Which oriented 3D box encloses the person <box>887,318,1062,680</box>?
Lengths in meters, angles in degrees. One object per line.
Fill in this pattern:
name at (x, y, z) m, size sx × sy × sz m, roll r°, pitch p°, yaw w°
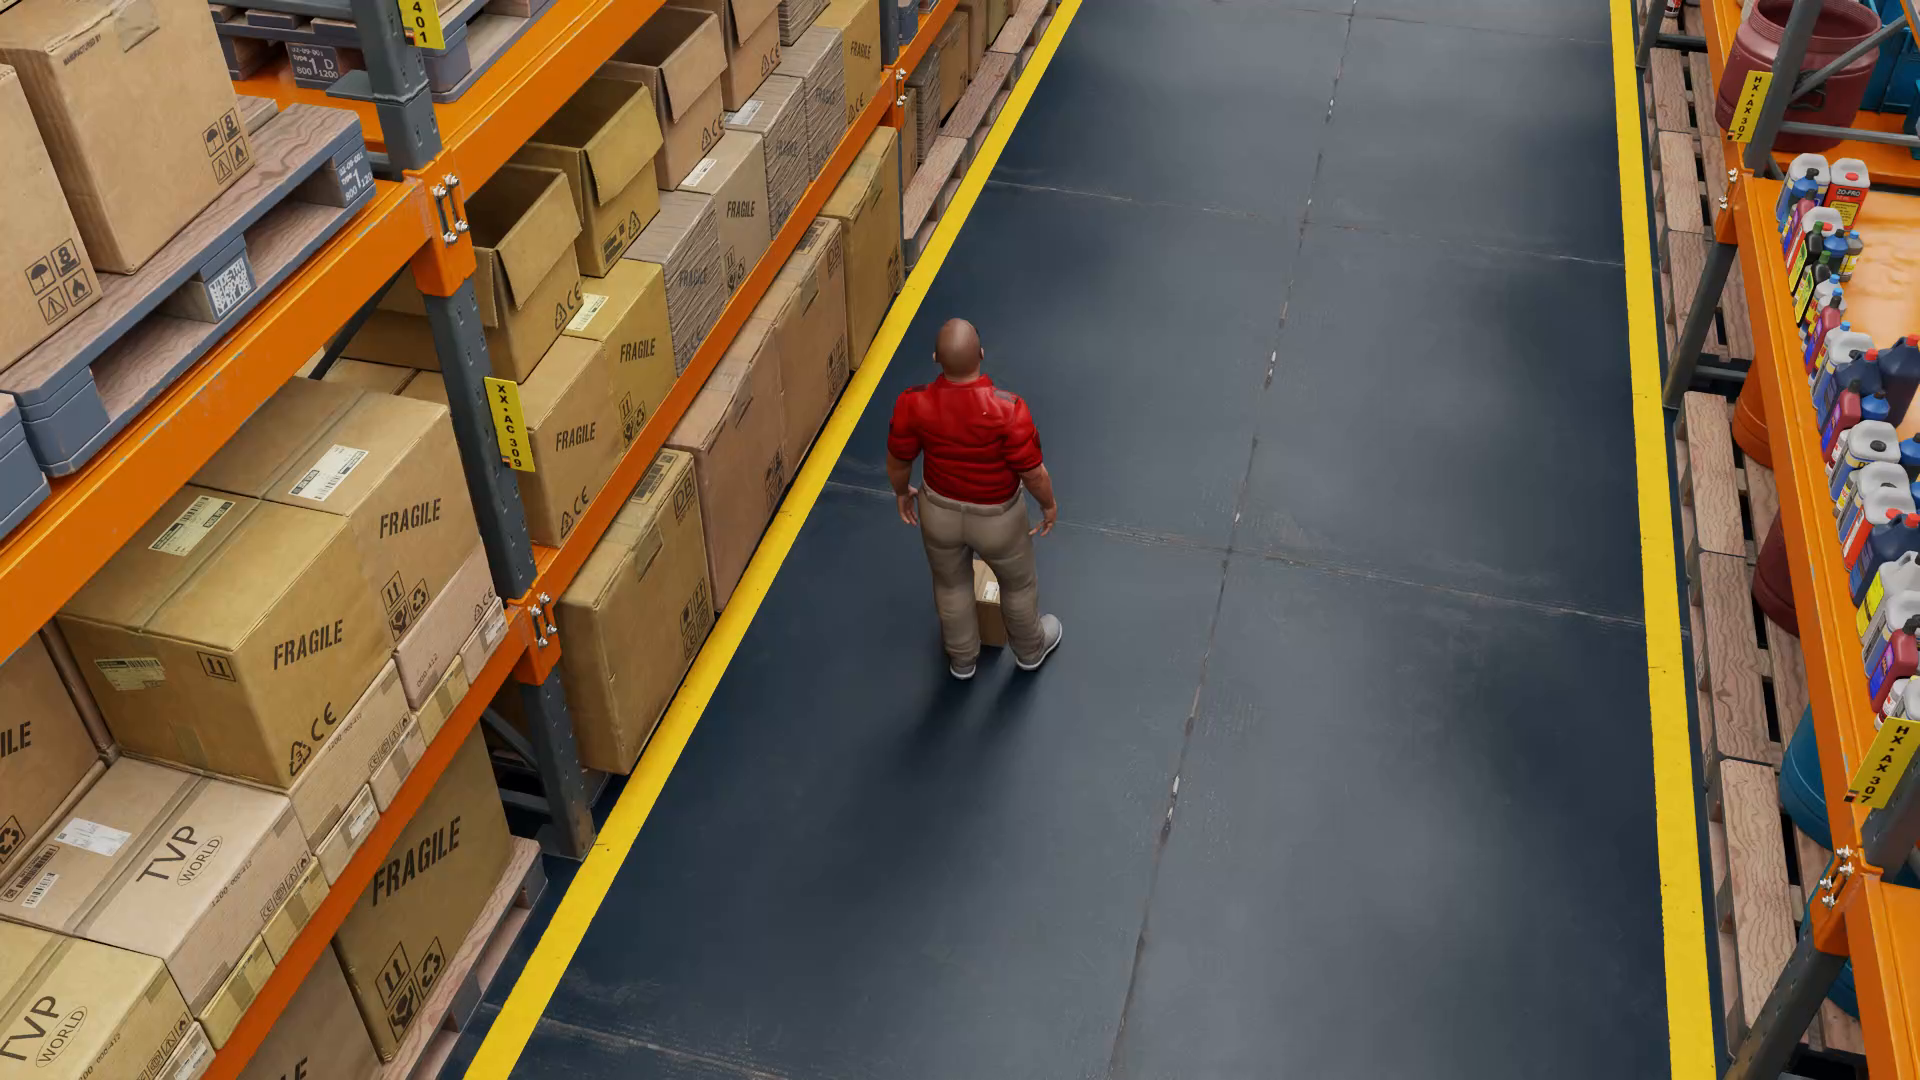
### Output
person at (0.073, -0.170, 6.354) m, size 0.641 × 1.727 × 0.551 m, roll 9°, pitch 42°, yaw 10°
